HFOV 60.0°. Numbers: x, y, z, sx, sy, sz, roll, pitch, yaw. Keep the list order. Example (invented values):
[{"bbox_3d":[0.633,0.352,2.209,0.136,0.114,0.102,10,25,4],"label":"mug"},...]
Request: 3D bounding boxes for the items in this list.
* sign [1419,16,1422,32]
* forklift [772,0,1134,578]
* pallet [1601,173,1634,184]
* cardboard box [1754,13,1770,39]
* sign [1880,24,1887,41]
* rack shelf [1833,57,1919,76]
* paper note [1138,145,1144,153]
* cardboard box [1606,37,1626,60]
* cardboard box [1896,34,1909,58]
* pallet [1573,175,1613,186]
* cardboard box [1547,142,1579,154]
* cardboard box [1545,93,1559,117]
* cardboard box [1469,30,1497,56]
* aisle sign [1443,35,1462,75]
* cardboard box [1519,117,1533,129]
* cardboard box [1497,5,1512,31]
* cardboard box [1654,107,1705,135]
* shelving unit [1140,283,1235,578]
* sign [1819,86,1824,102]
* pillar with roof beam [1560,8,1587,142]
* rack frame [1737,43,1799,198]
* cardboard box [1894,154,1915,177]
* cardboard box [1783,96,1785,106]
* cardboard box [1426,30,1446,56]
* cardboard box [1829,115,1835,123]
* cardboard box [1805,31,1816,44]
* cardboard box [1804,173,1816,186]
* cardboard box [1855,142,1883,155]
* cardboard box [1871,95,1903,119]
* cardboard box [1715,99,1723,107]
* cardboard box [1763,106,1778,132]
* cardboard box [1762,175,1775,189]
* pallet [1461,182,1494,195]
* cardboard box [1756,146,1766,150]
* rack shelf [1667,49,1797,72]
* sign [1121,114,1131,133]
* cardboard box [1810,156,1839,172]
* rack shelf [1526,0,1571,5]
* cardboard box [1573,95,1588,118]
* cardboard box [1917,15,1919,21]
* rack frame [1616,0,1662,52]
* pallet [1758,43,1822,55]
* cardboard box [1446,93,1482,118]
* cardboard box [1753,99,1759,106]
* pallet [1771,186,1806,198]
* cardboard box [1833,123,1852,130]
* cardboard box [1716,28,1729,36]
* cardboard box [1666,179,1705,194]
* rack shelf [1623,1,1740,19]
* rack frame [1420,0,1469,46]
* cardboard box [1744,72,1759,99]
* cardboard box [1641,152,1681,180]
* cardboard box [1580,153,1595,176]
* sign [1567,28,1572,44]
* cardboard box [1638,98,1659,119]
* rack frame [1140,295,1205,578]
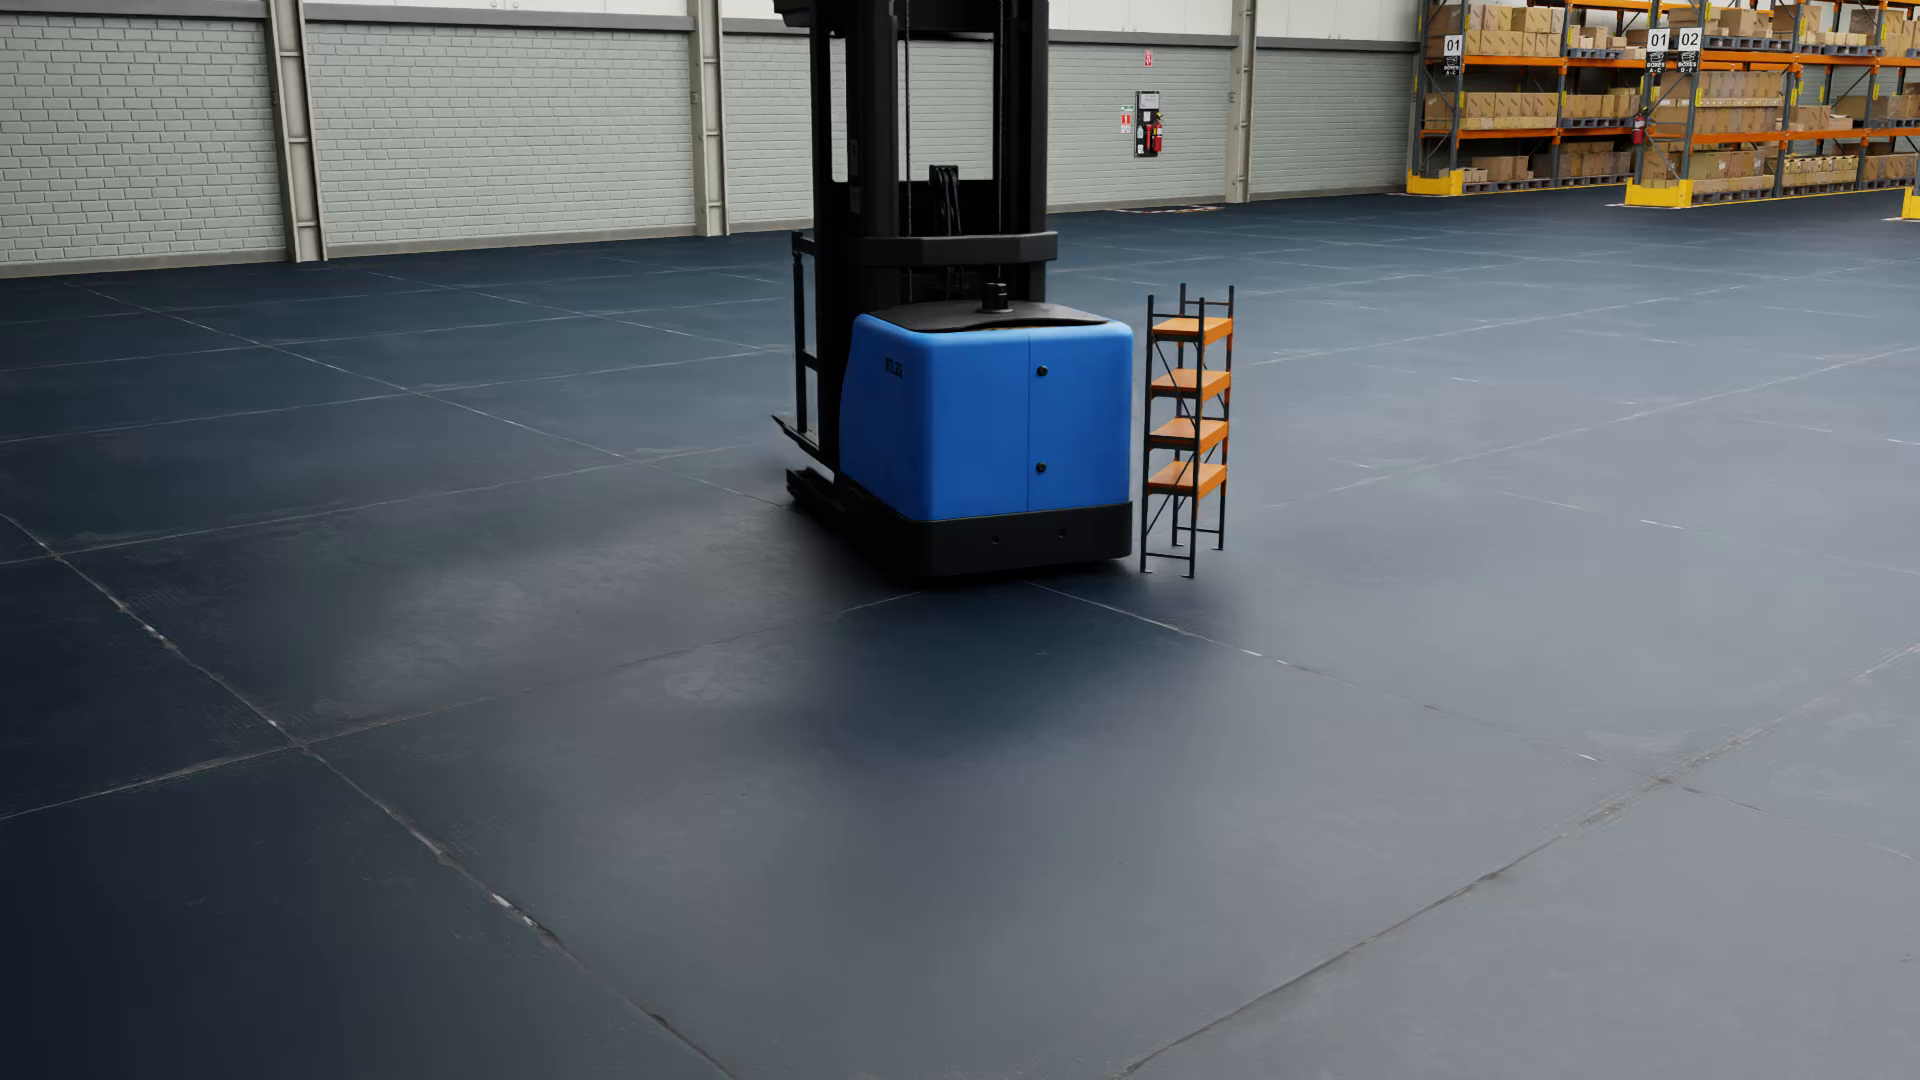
[{"bbox_3d":[9.595,-10.731,34.583,0.005,0.325,0.100,-13,19,-39],"label":"sign"},{"bbox_3d":[-0.240,-1.596,8.044,1.130,2.935,3.031,-5,16,-20],"label":"forklift"},{"bbox_3d":[15.389,-8.619,39.607,1.213,0.211,1.003,-13,19,-39],"label":"pallet"},{"bbox_3d":[15.663,-10.190,32.997,0.500,0.500,0.500,-11,18,-35],"label":"cardboard box"},{"bbox_3d":[19.592,-10.762,35.259,0.005,0.325,0.100,-13,19,-39],"label":"sign"},{"bbox_3d":[20.743,-10.575,37.107,4.000,0.370,1.077,-13,19,-39],"label":"rack shelf"},{"bbox_3d":[3.310,-7.160,30.449,0.142,0.148,0.016,-13,19,-39],"label":"paper note"},{"bbox_3d":[14.940,-11.405,38.584,0.637,0.503,0.797,-9,18,-32],"label":"cardboard box"},{"bbox_3d":[20.318,-10.887,36.688,0.500,0.500,0.910,-13,19,-39],"label":"cardboard box"},{"bbox_3d":[14.469,-8.413,38.837,1.213,0.211,1.003,-13,19,-39],"label":"pallet"},{"bbox_3d":[13.836,-8.991,38.134,0.500,0.250,0.500,-13,20,-41],"label":"cardboard box"},{"bbox_3d":[12.808,-9.579,36.599,0.500,0.500,0.500,-13,20,-39],"label":"cardboard box"},{"bbox_3d":[10.789,-10.342,34.609,0.500,0.500,0.500,-11,19,-36],"label":"cardboard box"},{"bbox_3d":[10.087,-9.928,34.068,0.004,0.787,0.394,-13,19,-39],"label":"aisle sign"},{"bbox_3d":[12.053,-9.047,36.060,0.500,0.250,0.500,-13,20,-40],"label":"cardboard box"},{"bbox_3d":[11.185,-10.915,34.818,0.500,0.500,0.500,-12,19,-38],"label":"cardboard box"},{"bbox_3d":[13.559,-7.904,31.333,0.500,0.500,0.700,-13,19,-39],"label":"cardboard box"},{"bbox_3d":[0.992,-0.487,7.249,0.258,1.200,0.503,6,16,22],"label":"shelving unit"},{"bbox_3d":[18.870,-9.759,36.384,0.005,0.325,0.100,-13,19,-39],"label":"sign"},{"bbox_3d":[17.257,-12.106,35.635,0.400,9.000,9.100,-13,19,-39],"label":"pillar with roof beam"},{"bbox_3d":[16.216,-8.456,33.596,0.127,3.000,1.000,-13,19,-39],"label":"rack frame"},{"bbox_3d":[21.310,-8.510,37.789,0.500,0.500,0.500,-12,19,-39],"label":"cardboard box"},{"bbox_3d":[21.636,-11.510,44.445,0.700,0.700,0.980,-12,19,-37],"label":"cardboard box"},{"bbox_3d":[10.093,-10.370,34.714,0.500,0.500,0.500,-11,18,-35],"label":"cardboard box"},{"bbox_3d":[18.432,-8.977,35.719,0.500,0.311,0.500,-13,20,-40],"label":"cardboard box"},{"bbox_3d":[17.100,-10.232,33.909,0.500,0.250,0.500,14,20,42],"label":"cardboard box"},{"bbox_3d":[17.459,-7.526,34.626,0.500,0.250,0.500,-13,20,-41],"label":"cardboard box"},{"bbox_3d":[20.594,-8.890,37.757,0.500,0.250,0.500,-13,20,-40],"label":"cardboard box"},{"bbox_3d":[20.450,-9.632,36.989,0.500,0.500,0.700,-9,17,-29],"label":"cardboard box"},{"bbox_3d":[14.214,-8.295,31.540,0.250,0.149,0.380,-13,20,-40],"label":"cardboard box"},{"bbox_3d":[15.886,-8.428,33.297,0.500,0.500,0.700,-13,20,-41],"label":"cardboard box"},{"bbox_3d":[16.010,-7.210,33.444,0.500,0.250,0.500,-13,19,-39],"label":"cardboard box"},{"bbox_3d":[10.637,-7.539,35.565,1.213,0.211,1.003,-13,19,-39],"label":"pallet"},{"bbox_3d":[20.795,-10.140,43.930,0.500,0.500,0.700,-13,20,-41],"label":"cardboard box"},{"bbox_3d":[14.707,-9.219,32.034,4.000,0.370,1.077,-13,19,-39],"label":"rack shelf"},{"bbox_3d":[3.004,-7.546,30.117,0.234,0.329,0.001,-13,19,-39],"label":"sign"},{"bbox_3d":[18.230,-7.969,35.197,0.500,0.311,0.500,-13,20,-40],"label":"cardboard box"},{"bbox_3d":[11.453,-11.631,35.255,4.000,0.370,1.077,-13,19,-39],"label":"rack shelf"},{"bbox_3d":[13.794,-9.854,37.782,0.500,0.500,0.700,-10,18,-34],"label":"cardboard box"},{"bbox_3d":[22.593,-11.882,38.477,0.500,0.500,0.700,-13,19,-39],"label":"cardboard box"},{"bbox_3d":[15.979,-12.996,38.967,0.127,3.000,1.000,-13,19,-39],"label":"rack frame"},{"bbox_3d":[16.873,-9.965,33.803,1.217,0.209,0.805,-14,20,-42],"label":"pallet"},{"bbox_3d":[10.502,-9.064,34.671,0.500,0.500,0.500,-13,19,-39],"label":"cardboard box"},{"bbox_3d":[15.383,-8.558,32.527,0.250,0.149,0.380,-13,20,-40],"label":"cardboard box"},{"bbox_3d":[16.746,-7.242,34.452,1.213,0.211,1.003,-13,19,-39],"label":"pallet"},{"bbox_3d":[18.737,-8.807,35.394,0.250,0.149,0.380,-13,19,-39],"label":"cardboard box"},{"bbox_3d":[14.202,-9.542,31.250,0.250,0.149,0.380,-13,19,-39],"label":"cardboard box"},{"bbox_3d":[13.749,-6.701,31.538,0.500,0.250,0.500,-13,19,-39],"label":"cardboard box"},{"bbox_3d":[17.488,-12.794,40.380,4.000,0.370,1.077,-13,19,-39],"label":"rack shelf"},{"bbox_3d":[9.944,-11.641,33.893,0.127,3.000,1.000,-13,19,-39],"label":"rack frame"},{"bbox_3d":[15.127,-8.885,32.492,0.500,0.500,0.700,-13,20,-39],"label":"cardboard box"},{"bbox_3d":[13.408,-7.164,31.820,0.500,0.500,0.500,-13,19,-39],"label":"cardboard box"},{"bbox_3d":[14.274,-8.729,38.608,0.500,0.500,0.700,-12,19,-39],"label":"cardboard box"},{"bbox_3d":[13.324,-11.015,36.360,0.005,0.325,0.100,-13,19,-39],"label":"sign"},{"bbox_3d":[16.514,-10.332,39.809,0.500,0.500,0.500,-12,19,-38],"label":"cardboard box"},{"bbox_3d":[0.896,-0.429,7.033,0.240,1.200,0.015,6,16,22],"label":"rack frame"}]
